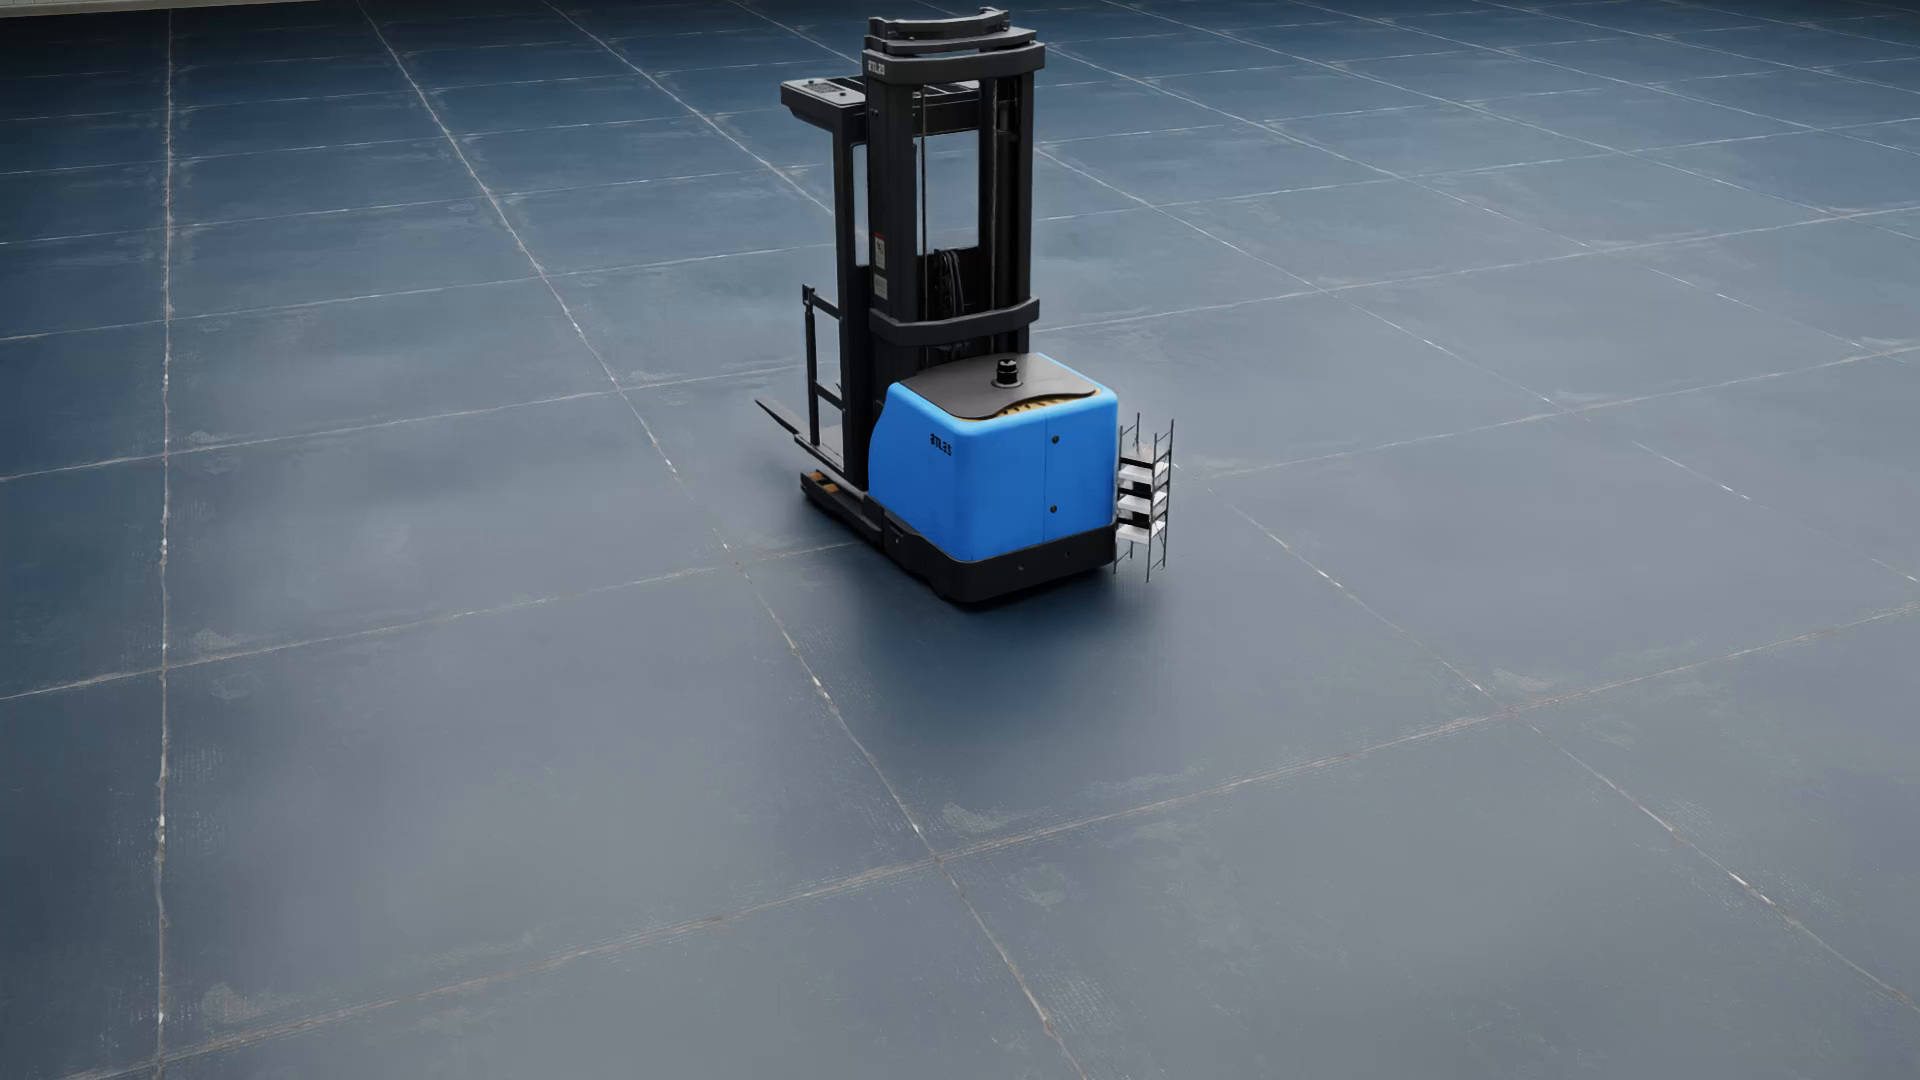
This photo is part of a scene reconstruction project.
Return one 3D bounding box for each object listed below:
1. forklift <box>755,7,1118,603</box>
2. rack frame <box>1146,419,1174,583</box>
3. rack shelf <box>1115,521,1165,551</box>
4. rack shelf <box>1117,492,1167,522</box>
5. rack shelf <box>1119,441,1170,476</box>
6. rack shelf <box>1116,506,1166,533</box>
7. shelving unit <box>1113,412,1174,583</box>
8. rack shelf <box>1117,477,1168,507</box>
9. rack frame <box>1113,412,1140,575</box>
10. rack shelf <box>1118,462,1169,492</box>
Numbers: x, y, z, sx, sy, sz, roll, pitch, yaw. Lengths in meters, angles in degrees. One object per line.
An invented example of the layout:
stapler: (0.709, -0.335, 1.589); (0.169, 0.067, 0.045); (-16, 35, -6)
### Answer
forklift: (-0.321, -1.587, 9.661); (1.130, 2.935, 3.031); (-15, 30, -28)
rack frame: (1.102, -0.211, 9.157); (0.006, 0.900, 0.240); (14, 29, 27)
rack shelf: (1.014, -0.042, 9.296); (0.200, 0.077, 0.258); (14, 29, 27)
rack shelf: (1.014, -0.204, 9.217); (0.200, 0.077, 0.258); (14, 29, 27)
rack shelf: (1.014, -0.446, 9.099); (0.200, 0.077, 0.258); (14, 29, 27)
rack shelf: (1.014, -0.123, 9.257); (0.200, 0.077, 0.258); (14, 29, 27)
shelving unit: (1.014, -0.233, 9.202); (0.210, 0.900, 0.258); (14, 29, 27)
rack shelf: (1.014, -0.284, 9.178); (0.200, 0.077, 0.258); (14, 29, 27)
rack frame: (0.926, -0.256, 9.248); (0.006, 0.900, 0.240); (14, 29, 27)
rack shelf: (1.014, -0.365, 9.138); (0.200, 0.077, 0.258); (14, 29, 27)
